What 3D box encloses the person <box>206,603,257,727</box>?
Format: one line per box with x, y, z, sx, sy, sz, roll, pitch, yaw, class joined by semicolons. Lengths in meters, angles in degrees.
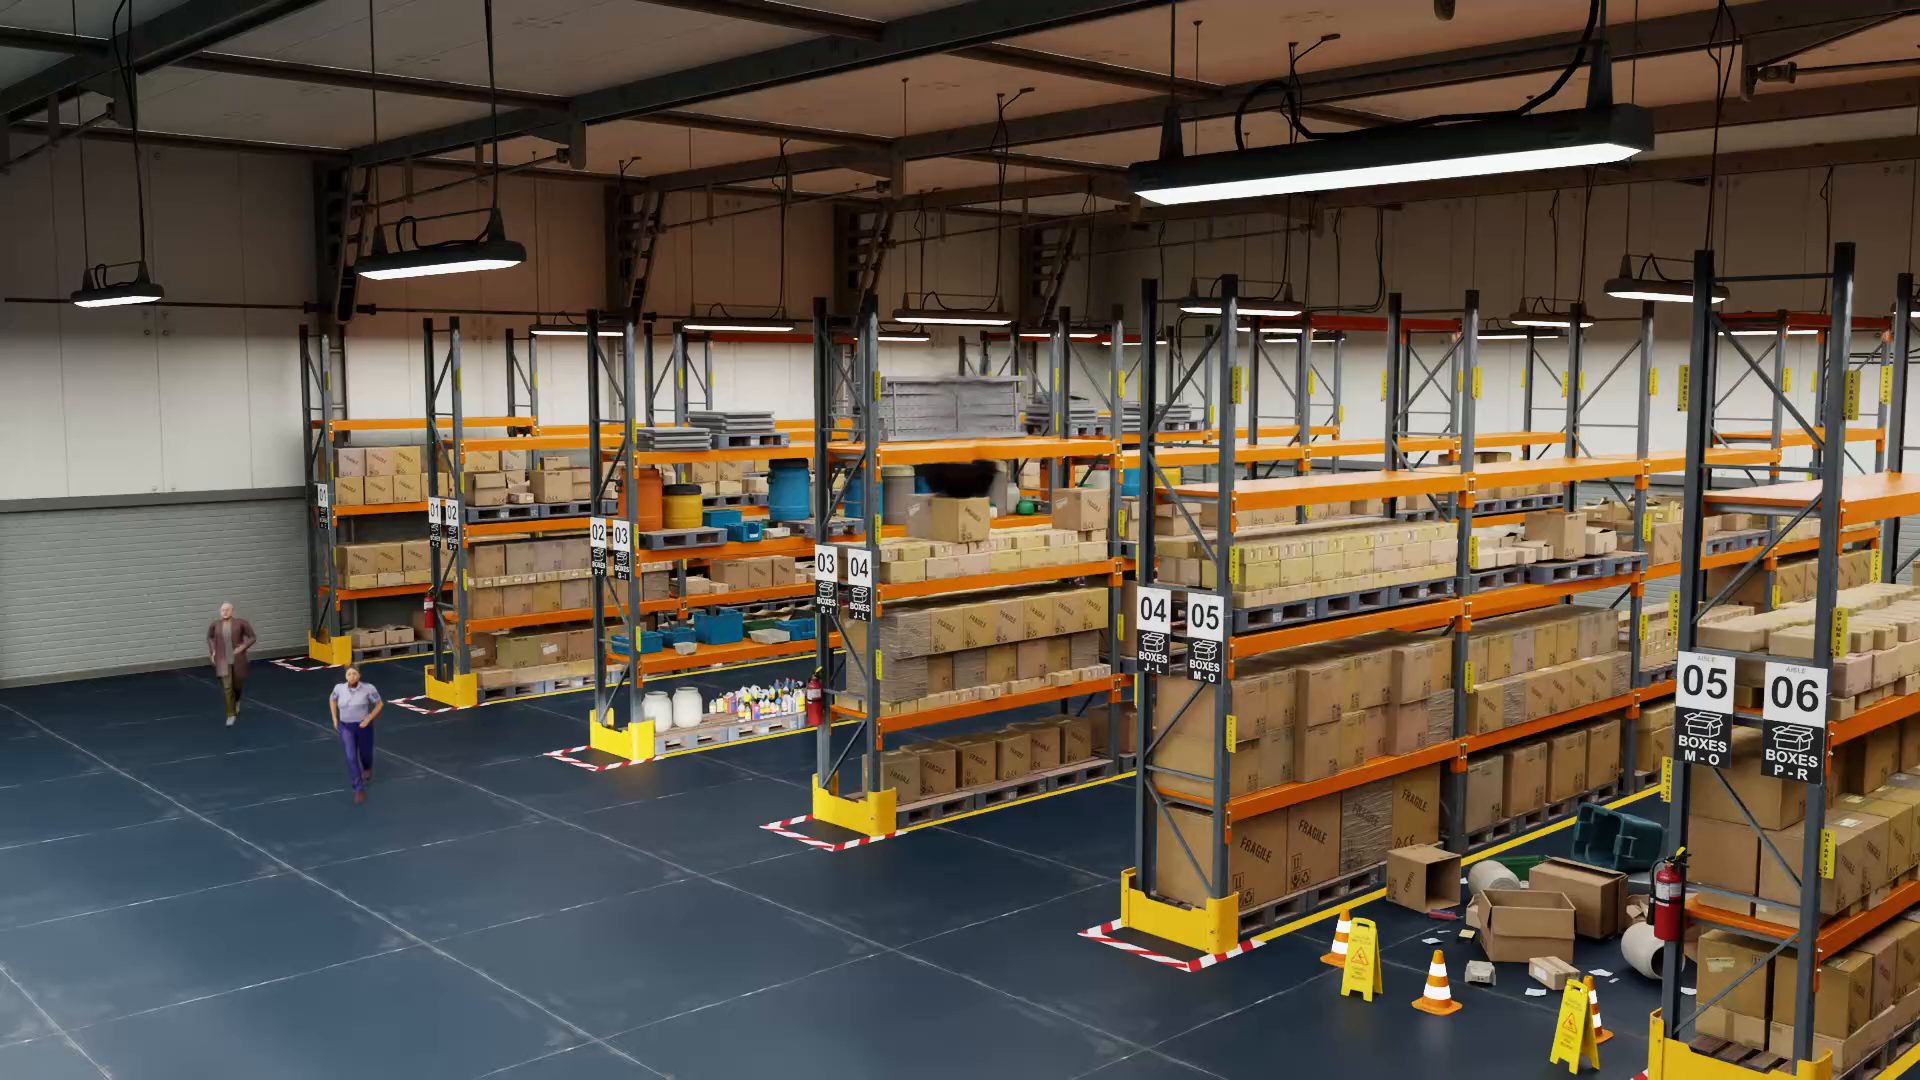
-10.776;1.810;24.609;0.701;1.781;0.907;-2;6;-18;person

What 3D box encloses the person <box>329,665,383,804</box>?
-7.360;2.322;20.293;0.630;1.644;0.889;-1;6;-14;person
